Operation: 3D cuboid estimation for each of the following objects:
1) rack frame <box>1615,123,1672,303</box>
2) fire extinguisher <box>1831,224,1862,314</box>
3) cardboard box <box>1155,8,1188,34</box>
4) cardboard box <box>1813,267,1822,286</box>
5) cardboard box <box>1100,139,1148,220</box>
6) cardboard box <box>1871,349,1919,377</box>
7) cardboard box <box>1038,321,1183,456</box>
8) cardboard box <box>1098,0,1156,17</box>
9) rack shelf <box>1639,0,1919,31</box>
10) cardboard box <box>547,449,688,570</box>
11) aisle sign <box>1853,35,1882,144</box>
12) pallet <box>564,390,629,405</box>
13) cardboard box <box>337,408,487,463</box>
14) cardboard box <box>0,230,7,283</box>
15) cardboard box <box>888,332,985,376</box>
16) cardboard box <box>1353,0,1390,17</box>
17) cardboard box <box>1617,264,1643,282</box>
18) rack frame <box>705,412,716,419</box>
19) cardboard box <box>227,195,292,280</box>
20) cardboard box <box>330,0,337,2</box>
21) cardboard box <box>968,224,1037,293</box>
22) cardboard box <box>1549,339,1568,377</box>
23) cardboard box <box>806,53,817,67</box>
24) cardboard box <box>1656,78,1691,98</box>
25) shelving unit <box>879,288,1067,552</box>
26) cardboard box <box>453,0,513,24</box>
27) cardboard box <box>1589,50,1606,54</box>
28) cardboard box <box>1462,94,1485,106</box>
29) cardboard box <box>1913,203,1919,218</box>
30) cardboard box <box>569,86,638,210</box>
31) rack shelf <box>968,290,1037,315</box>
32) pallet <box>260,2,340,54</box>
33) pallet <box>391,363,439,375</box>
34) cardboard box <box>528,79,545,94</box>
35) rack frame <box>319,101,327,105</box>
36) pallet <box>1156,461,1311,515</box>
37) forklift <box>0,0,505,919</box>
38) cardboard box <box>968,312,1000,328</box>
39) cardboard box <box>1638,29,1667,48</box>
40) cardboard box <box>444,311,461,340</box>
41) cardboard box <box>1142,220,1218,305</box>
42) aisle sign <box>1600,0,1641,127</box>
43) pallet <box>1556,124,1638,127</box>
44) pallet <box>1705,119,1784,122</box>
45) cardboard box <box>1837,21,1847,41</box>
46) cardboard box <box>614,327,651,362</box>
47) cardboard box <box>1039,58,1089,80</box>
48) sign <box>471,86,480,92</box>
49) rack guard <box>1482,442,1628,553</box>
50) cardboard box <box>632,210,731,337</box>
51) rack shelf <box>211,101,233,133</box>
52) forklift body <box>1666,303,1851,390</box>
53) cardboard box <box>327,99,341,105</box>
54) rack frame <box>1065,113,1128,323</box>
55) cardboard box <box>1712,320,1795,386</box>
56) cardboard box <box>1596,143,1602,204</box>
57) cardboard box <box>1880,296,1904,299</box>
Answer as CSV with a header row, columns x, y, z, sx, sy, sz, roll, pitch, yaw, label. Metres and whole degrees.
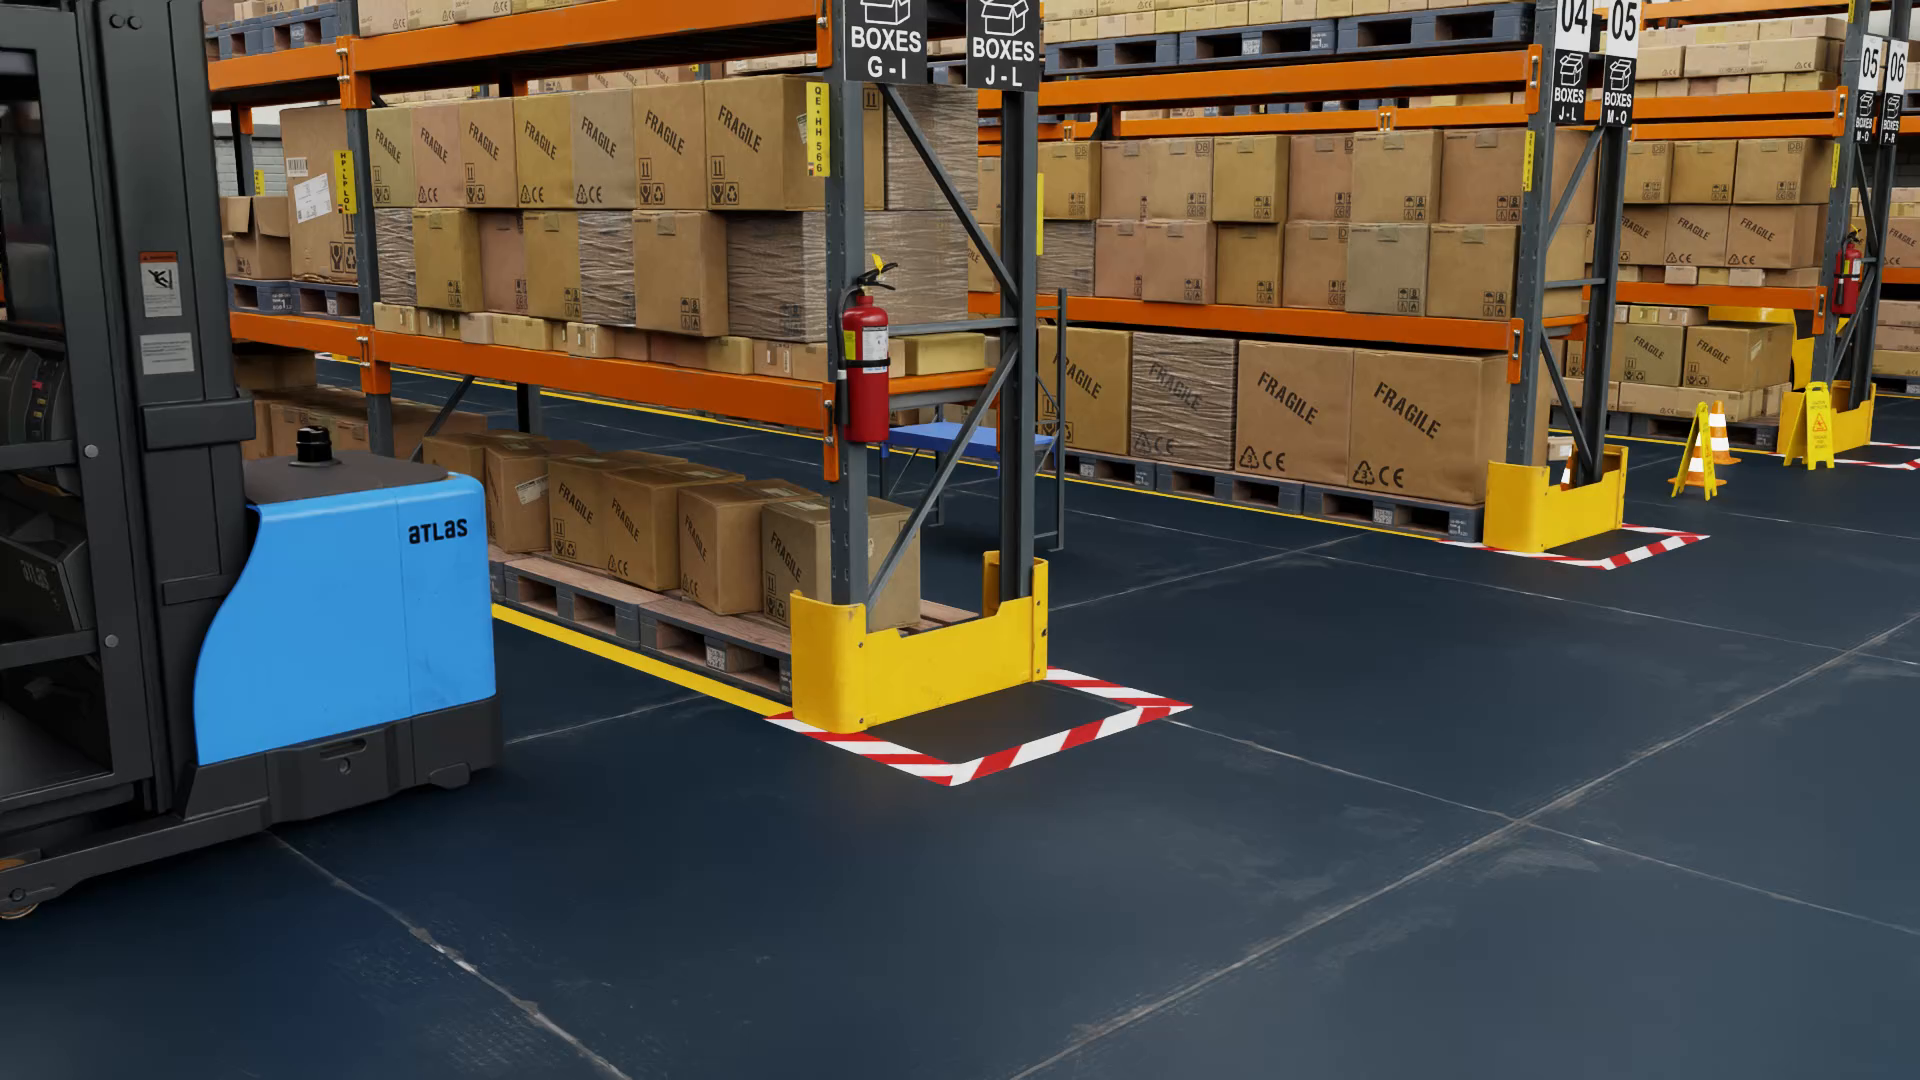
x,y,z,sx,sy,sz,roll,pitch,yaw,label
7.901,-3.478,19.357,1.000,3.000,0.127,-11,16,-43,rack frame
6.822,-2.083,12.779,0.296,0.674,0.183,-11,16,-43,fire extinguisher
1.513,-3.433,11.040,0.380,0.149,0.250,-11,16,-43,cardboard box
6.991,-2.157,13.569,0.380,0.149,0.250,-11,16,-42,cardboard box
1.497,-2.560,11.858,0.875,0.550,0.550,-11,16,-43,cardboard box
9.774,-1.851,17.236,0.500,0.250,0.500,-11,16,-43,cardboard box
1.187,-1.144,12.256,0.875,0.875,0.875,-11,16,-42,cardboard box
1.288,-3.693,11.315,0.500,0.250,0.500,-11,16,-43,cardboard box
9.282,-5.576,17.448,1.077,0.370,4.000,-11,16,-43,rack shelf
-1.720,-0.160,8.406,0.500,0.500,0.500,10,15,40,cardboard box
6.909,-3.425,12.661,0.394,0.787,0.004,-11,16,-43,aisle sign
-3.336,-1.591,17.111,1.003,0.211,1.213,-11,16,-43,pallet
-3.262,-0.488,9.951,0.500,0.500,0.700,10,15,41,cardboard box
-7.894,-2.446,14.101,0.500,0.500,0.500,-11,16,-42,cardboard box
-0.116,-0.772,6.849,0.380,0.149,0.250,-11,16,-43,cardboard box
2.565,-3.210,9.960,0.380,0.149,0.250,-11,16,-42,cardboard box
5.729,-2.280,14.168,0.380,0.149,0.250,-11,16,-43,cardboard box
-1.959,-2.665,15.411,1.000,3.000,0.127,-11,16,-43,rack frame
-4.118,-1.901,10.407,0.797,0.503,0.637,-9,15,-37,cardboard box
-3.107,-3.212,9.339,0.637,0.503,0.797,11,16,42,cardboard box
0.249,-2.169,12.756,0.500,0.500,0.500,-11,16,-43,cardboard box
5.261,-1.735,14.816,0.500,0.500,0.500,-10,15,-40,cardboard box
-0.918,-4.060,13.684,0.500,0.311,0.500,-11,16,-44,cardboard box
5.940,-3.712,13.684,0.380,0.149,0.250,-11,16,-43,cardboard box
0.059,-0.722,9.700,0.538,1.500,1.048,-11,16,-43,shelving unit
-2.024,-2.548,7.784,0.500,0.250,0.500,11,16,43,cardboard box
5.469,-4.002,14.104,0.500,0.250,0.500,-11,16,-42,cardboard box
4.743,-3.985,15.009,0.380,0.149,0.250,-11,16,-43,cardboard box
9.888,-3.352,16.890,0.380,0.149,0.250,-11,16,-42,cardboard box
-1.343,-1.696,7.248,0.500,0.500,0.500,-11,16,-43,cardboard box
-0.578,-2.020,14.067,1.077,0.370,4.000,-11,16,-43,rack shelf
-3.203,-2.886,9.520,1.213,0.211,1.003,-11,16,-43,pallet
-6.058,-2.154,19.842,1.003,0.211,1.213,-11,16,-43,pallet
-4.266,-4.722,17.143,0.500,0.311,0.500,-11,16,-43,cardboard box
-7.484,-6.770,20.472,1.000,3.000,0.127,-11,16,-43,rack frame
2.118,-0.415,11.403,1.003,0.211,1.213,-11,16,-43,pallet
-2.987,-0.452,4.839,1.130,2.935,3.031,11,16,43,forklift
0.521,-2.777,20.183,0.875,0.875,0.875,-11,16,-42,cardboard box
5.826,-4.147,13.818,0.250,0.149,0.380,11,16,44,cardboard box
-2.388,-1.102,8.449,0.380,0.149,0.250,-11,16,-43,cardboard box
1.751,-1.930,11.472,0.875,0.550,0.550,-11,16,-43,cardboard box
3.831,-2.802,9.634,0.394,0.787,0.004,-11,16,-43,aisle sign
7.282,-4.980,19.690,1.217,0.209,0.805,11,16,43,pallet
8.509,-4.782,18.477,1.003,0.211,1.213,-11,16,-43,pallet
6.978,-4.018,13.195,0.380,0.149,0.250,-11,16,-43,cardboard box
-1.313,-0.890,7.423,0.380,0.149,0.250,-11,16,-43,cardboard box
1.182,-5.128,18.640,0.637,0.503,0.797,11,16,42,cardboard box
-5.109,-4.894,17.517,0.100,0.325,0.005,-11,16,-43,sign
3.582,-0.269,9.979,1.175,0.500,0.348,-11,16,-43,rack guard
-0.884,-1.156,7.102,0.875,0.500,0.500,-11,16,-43,cardboard box
-6.997,-3.397,13.314,1.077,0.370,4.000,-11,16,-43,rack shelf
8.034,-2.501,16.718,2.313,2.155,1.214,-11,16,-43,forklift body
-7.362,-5.371,20.246,0.500,0.250,0.500,-11,16,-42,cardboard box
1.551,-3.369,18.830,1.000,3.000,0.127,-11,16,-43,rack frame
6.702,-1.587,14.098,0.500,0.500,0.500,11,16,43,cardboard box
5.550,-3.157,14.339,0.700,0.500,0.500,-11,16,-43,cardboard box
9.783,-2.486,17.839,0.500,0.250,0.500,-11,16,-43,cardboard box
